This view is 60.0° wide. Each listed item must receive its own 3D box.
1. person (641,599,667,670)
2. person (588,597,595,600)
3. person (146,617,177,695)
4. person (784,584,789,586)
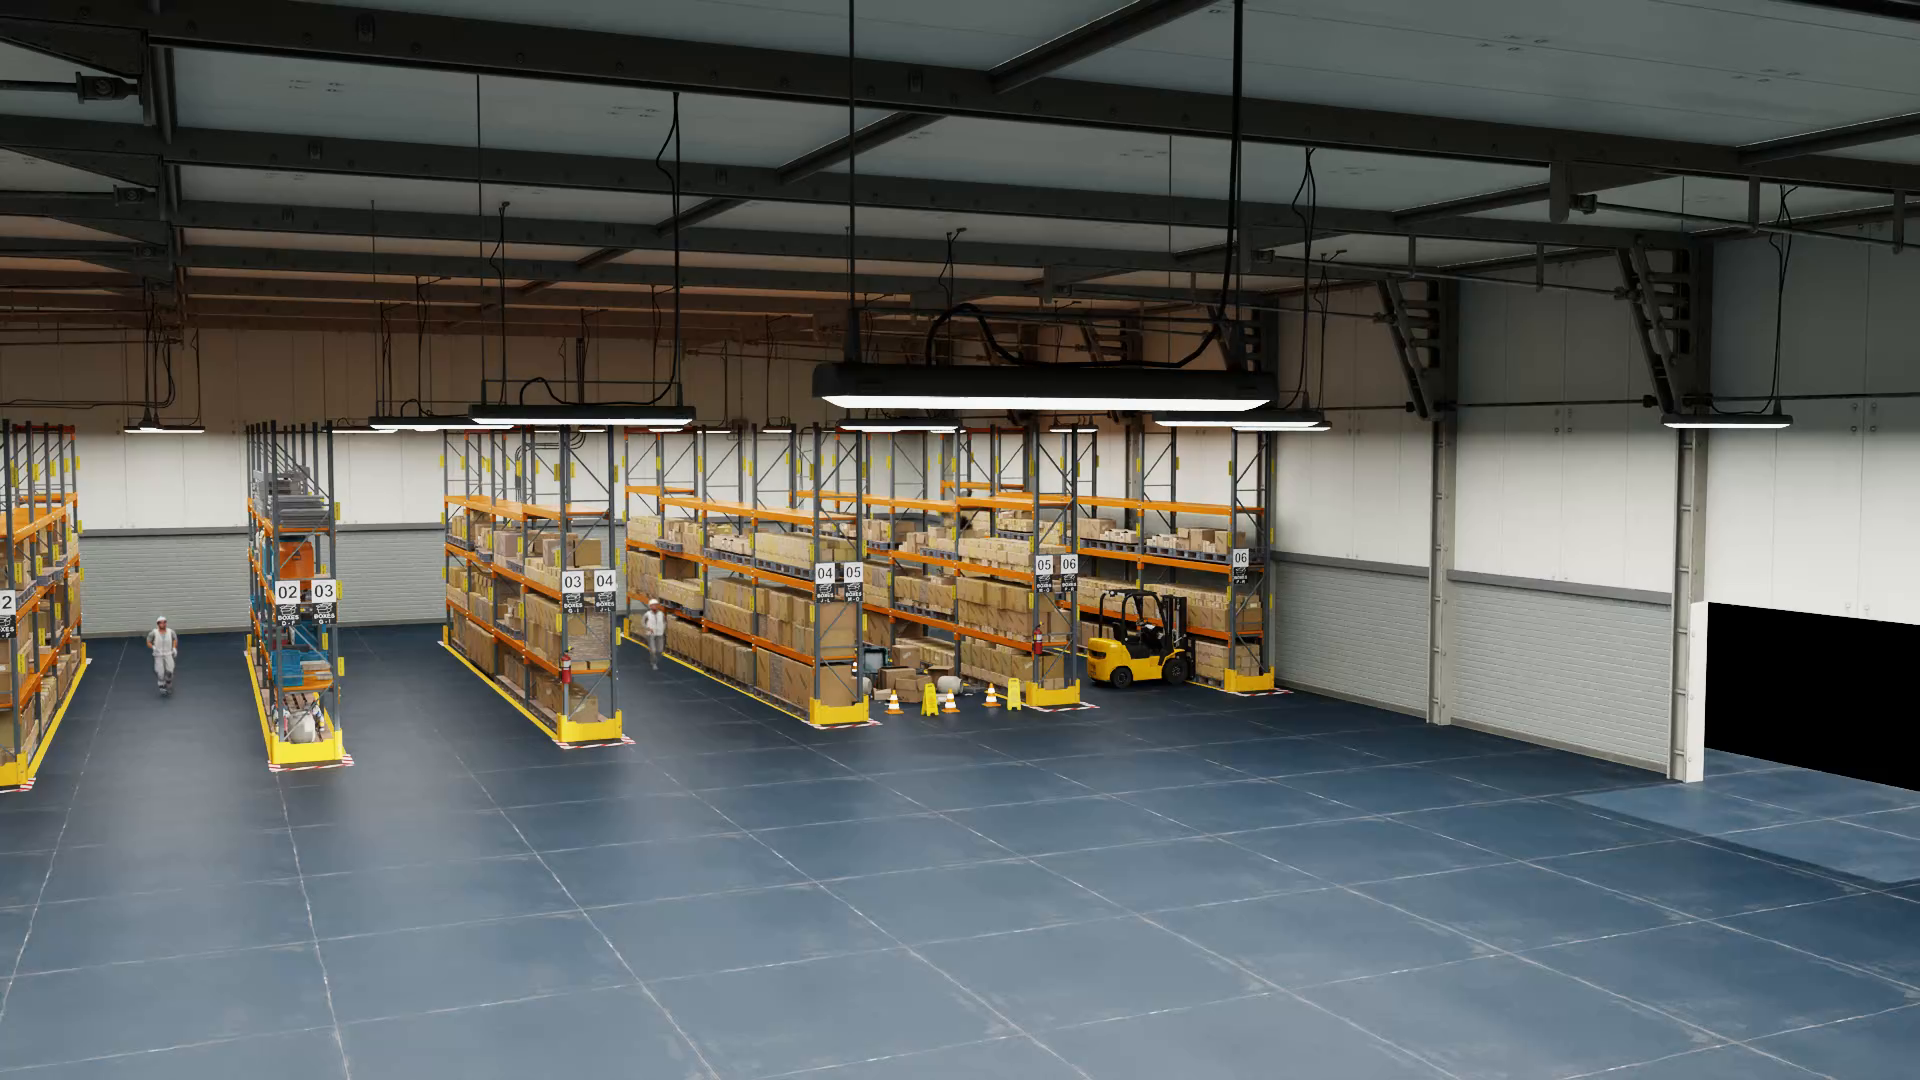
[{"bbox_3d":[-7.490,2.317,40.816,0.660,1.729,0.580,-2,4,-27],"label":"person"},{"bbox_3d":[-10.473,1.945,46.617,0.711,1.762,0.673,-1,4,-18],"label":"person"},{"bbox_3d":[-17.493,2.551,36.496,0.631,1.749,0.655,-2,4,-31],"label":"person"},{"bbox_3d":[-5.197,1.708,51.150,0.591,1.665,0.708,0,4,2],"label":"person"}]
